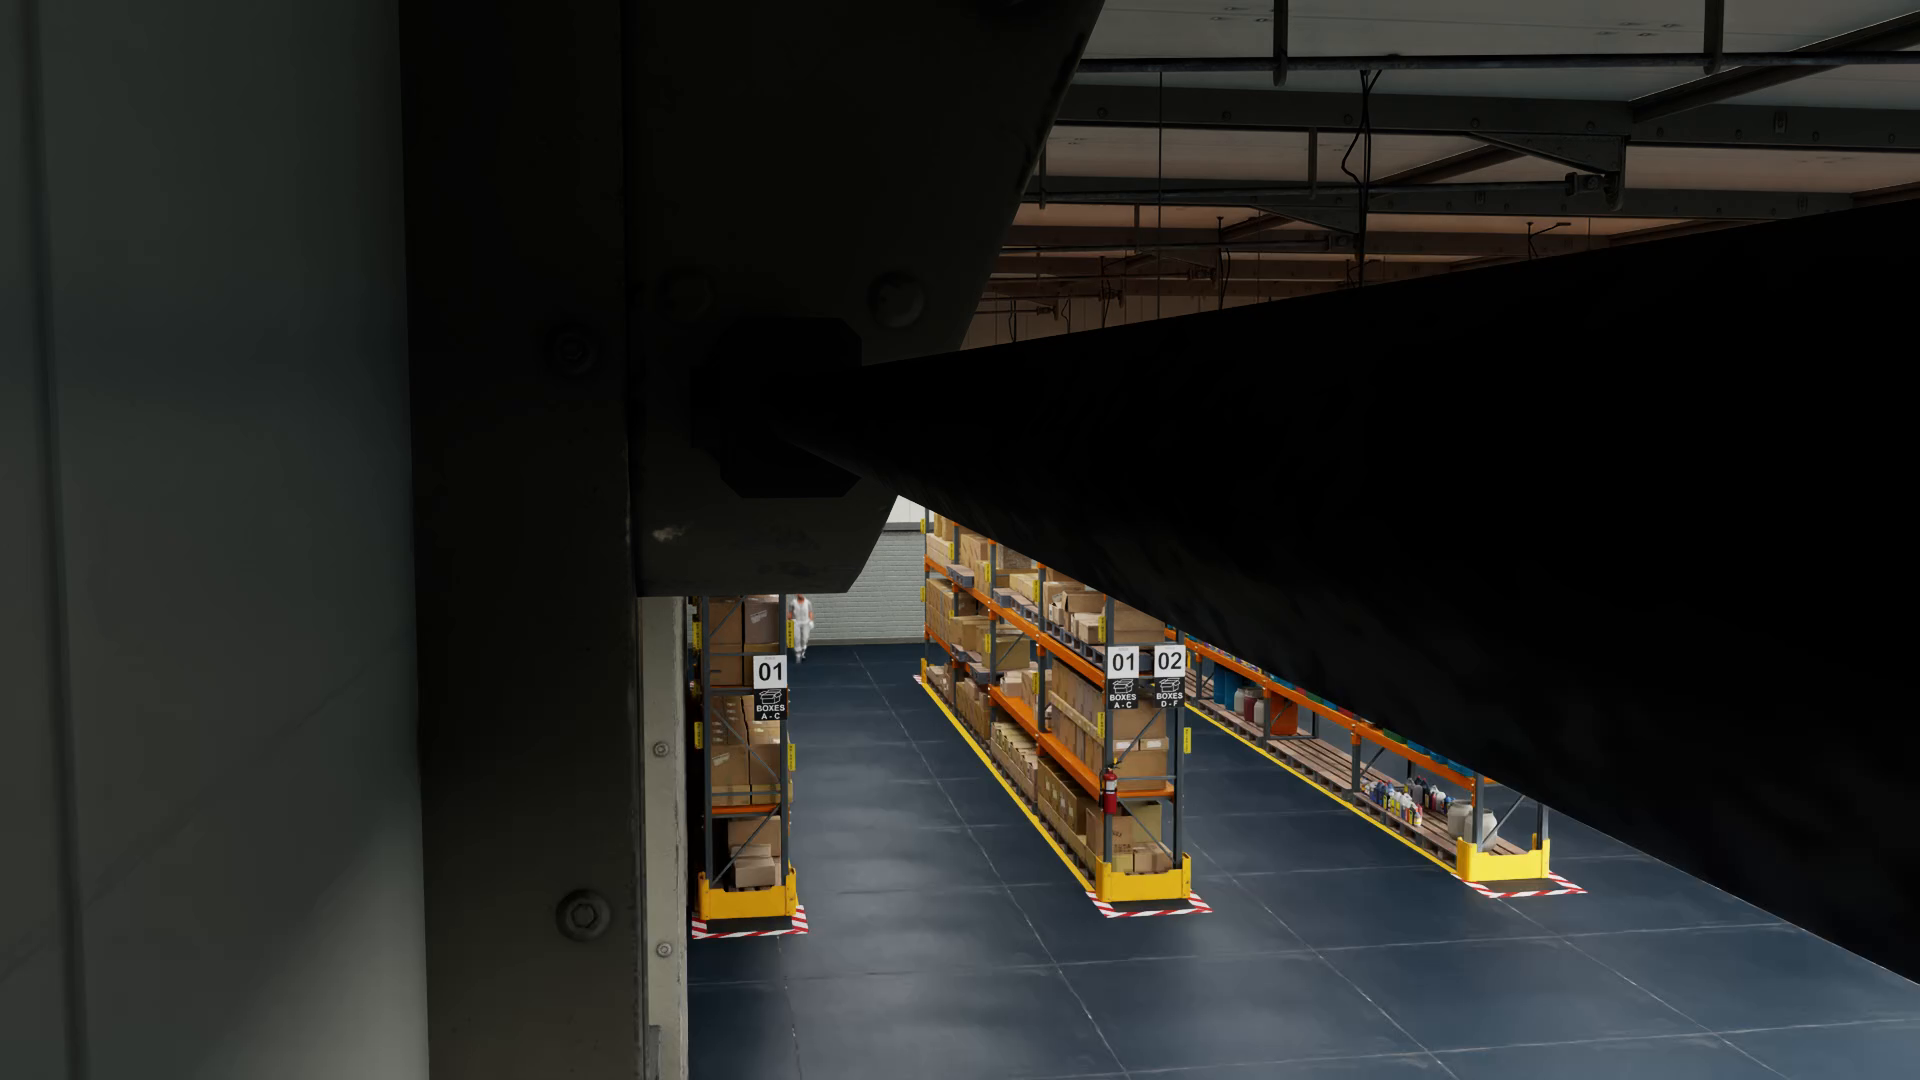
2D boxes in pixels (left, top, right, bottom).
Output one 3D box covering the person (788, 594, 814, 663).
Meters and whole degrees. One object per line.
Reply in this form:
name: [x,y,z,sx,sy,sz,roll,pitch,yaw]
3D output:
person: [-3.748,1.990,39.165,0.608,1.720,1.050,-1,5,-14]
